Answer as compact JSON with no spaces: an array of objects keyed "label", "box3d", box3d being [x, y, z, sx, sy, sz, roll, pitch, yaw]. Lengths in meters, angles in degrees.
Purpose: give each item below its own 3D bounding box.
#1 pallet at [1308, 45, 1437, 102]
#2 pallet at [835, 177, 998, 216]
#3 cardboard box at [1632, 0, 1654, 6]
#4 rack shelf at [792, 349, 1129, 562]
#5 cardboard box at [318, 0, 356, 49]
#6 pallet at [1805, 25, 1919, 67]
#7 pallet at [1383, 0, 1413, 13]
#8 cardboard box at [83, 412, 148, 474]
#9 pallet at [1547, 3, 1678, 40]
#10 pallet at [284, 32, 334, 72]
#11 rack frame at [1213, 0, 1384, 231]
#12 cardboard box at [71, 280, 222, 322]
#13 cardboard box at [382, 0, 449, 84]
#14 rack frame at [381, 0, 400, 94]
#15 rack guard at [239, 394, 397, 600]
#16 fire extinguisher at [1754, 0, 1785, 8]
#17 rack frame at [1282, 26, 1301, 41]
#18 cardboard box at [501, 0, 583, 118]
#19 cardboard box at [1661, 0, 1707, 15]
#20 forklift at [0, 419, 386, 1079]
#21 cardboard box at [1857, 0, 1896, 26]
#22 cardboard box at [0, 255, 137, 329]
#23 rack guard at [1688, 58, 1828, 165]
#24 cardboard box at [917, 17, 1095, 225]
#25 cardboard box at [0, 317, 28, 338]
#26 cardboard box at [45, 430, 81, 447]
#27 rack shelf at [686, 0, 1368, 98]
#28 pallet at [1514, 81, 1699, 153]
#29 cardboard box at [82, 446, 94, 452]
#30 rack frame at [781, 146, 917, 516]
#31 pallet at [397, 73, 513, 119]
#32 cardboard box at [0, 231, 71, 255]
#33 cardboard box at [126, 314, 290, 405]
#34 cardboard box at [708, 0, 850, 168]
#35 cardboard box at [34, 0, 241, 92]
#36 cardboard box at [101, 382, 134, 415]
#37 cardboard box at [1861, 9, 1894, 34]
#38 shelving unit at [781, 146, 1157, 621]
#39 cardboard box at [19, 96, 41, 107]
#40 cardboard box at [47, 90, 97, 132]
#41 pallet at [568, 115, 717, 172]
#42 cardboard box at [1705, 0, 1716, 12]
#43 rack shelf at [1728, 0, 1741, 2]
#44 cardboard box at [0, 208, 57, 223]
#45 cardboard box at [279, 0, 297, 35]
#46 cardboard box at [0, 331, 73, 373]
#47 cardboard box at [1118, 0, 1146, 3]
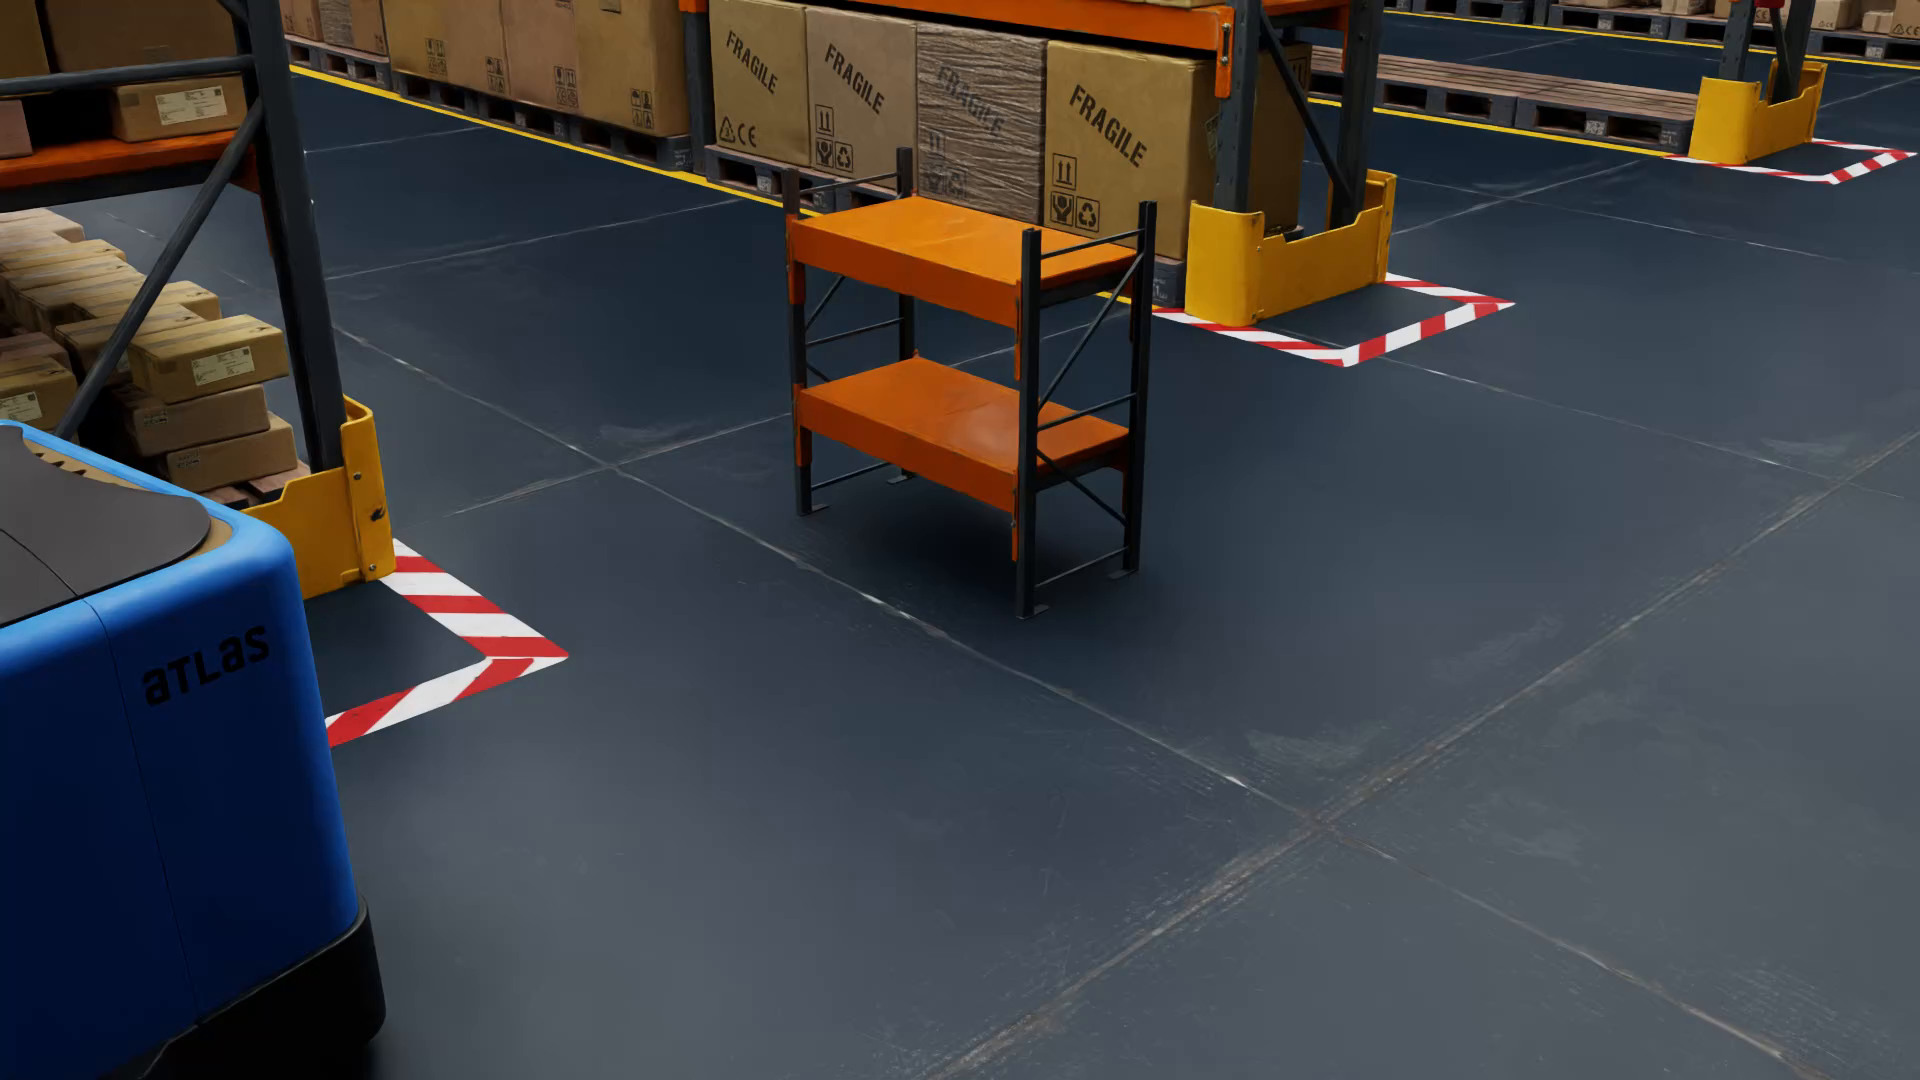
[{"label":"pallet","box3d":[2.924,-3.648,12.992,1.003,0.211,1.213,-21,32,-38]},{"label":"pallet","box3d":[0.079,-1.832,9.012,1.003,0.211,1.213,-21,32,-38]},{"label":"cardboard box","box3d":[6.608,-5.503,16.180,0.500,0.500,0.500,-21,32,-38]},{"label":"rack shelf","box3d":[0.005,-0.287,5.114,0.538,0.278,1.000,-21,32,-38]},{"label":"cardboard box","box3d":[-4.817,-4.360,13.674,0.500,0.500,0.700,21,32,38]},{"label":"pallet","box3d":[8.148,-4.316,14.457,1.003,0.211,1.213,-21,32,-38]},{"label":"pallet","box3d":[4.590,-5.869,17.861,1.003,0.211,1.213,-21,32,-38]},{"label":"cardboard box","box3d":[-2.541,-0.334,5.298,0.380,0.149,0.250,-21,32,-39]},{"label":"pallet","box3d":[6.480,-5.055,16.077,1.003,0.211,1.213,-21,32,-38]},{"label":"pallet","box3d":[-5.319,-4.273,14.362,1.003,0.211,1.213,-21,32,-38]},{"label":"rack frame","box3d":[1.512,-2.511,7.141,1.000,3.000,0.127,-21,32,-38]},{"label":"cardboard box","box3d":[-2.643,-0.717,5.419,0.380,0.149,0.250,-21,32,-39]},{"label":"cardboard box","box3d":[-3.500,-3.944,12.336,0.875,0.875,1.225,22,32,39]},{"label":"rack frame","box3d":[-3.956,-4.935,12.454,1.000,3.000,0.127,-21,32,-38]},{"label":"rack guard","box3d":[-2.230,-0.021,4.693,1.175,0.500,0.348,-21,32,-38]},{"label":"fire extinguisher","box3d":[4.899,-3.537,9.931,0.296,0.674,0.183,-21,32,-38]},{"label":"rack frame","box3d":[2.393,-5.128,12.877,1.000,3.000,0.127,-21,32,-38]},{"label":"cardboard box","box3d":[-2.285,-3.406,11.156,0.875,0.875,1.225,22,33,40]},{"label":"cardboard box","box3d":[6.739,-4.996,15.470,0.380,0.166,0.250,-21,32,-38]},{"label":"forklift","box3d":[-2.348,0.004,1.711,1.130,2.935,3.031,17,29,32]},{"label":"cardboard box","box3d":[8.239,-4.666,14.647,0.500,0.250,0.500,-21,32,-38]},{"label":"cardboard box","box3d":[-3.055,-0.855,5.722,0.380,0.149,0.250,-20,31,-37]},{"label":"rack guard","box3d":[5.153,-2.775,10.732,1.175,0.500,0.348,-21,32,-38]},{"label":"cardboard box","box3d":[0.394,-2.183,8.474,0.875,0.875,0.875,-21,32,-38]},{"label":"cardboard box","box3d":[-3.073,-0.706,5.753,0.250,0.149,0.380,22,32,39]},{"label":"cardboard box","box3d":[-2.747,-0.243,4.739,0.380,0.149,0.250,-22,33,-40]},{"label":"rack shelf","box3d":[0.145,-2.790,8.618,1.077,0.370,4.000,-21,32,-38]},{"label":"pallet","box3d":[4.592,-2.909,11.371,1.003,0.211,1.213,-21,32,-38]},{"label":"cardboard box","box3d":[-2.690,-0.129,4.848,0.380,0.149,0.250,-21,32,-38]},{"label":"rack frame","box3d":[-0.343,-0.664,5.350,0.500,1.125,0.032,-21,32,-38]},{"label":"pallet","box3d":[-3.472,-3.406,12.462,1.003,0.211,1.213,-21,32,-38]},{"label":"cardboard box","box3d":[-3.443,-0.997,6.033,0.380,0.149,0.250,-21,32,-38]},{"label":"cardboard box","box3d":[-2.288,-0.555,5.064,0.250,0.149,0.380,22,32,39]},{"label":"cardboard box","box3d":[-0.829,-2.725,9.663,0.875,0.875,0.875,-21,32,-38]},{"label":"cardboard box","box3d":[-2.283,-1.530,4.511,0.500,0.500,0.500,-19,31,-36]},{"label":"cardboard box","box3d":[-2.494,-0.495,5.291,0.380,0.149,0.250,-21,32,-39]},{"label":"cardboard box","box3d":[7.983,-4.475,14.328,0.380,0.166,0.250,-21,32,-38]},{"label":"shelving unit","box3d":[0.005,-0.510,5.012,0.538,1.125,1.048,-21,32,-38]},{"label":"cardboard box","box3d":[-2.786,-1.413,5.037,0.380,0.149,0.250,-19,31,-36]},{"label":"cardboard box","box3d":[-2.364,-1.277,4.738,0.380,0.149,0.250,-20,31,-37]},{"label":"pallet","box3d":[-1.804,-2.667,10.841,1.003,0.211,1.213,-21,32,-38]},{"label":"cardboard box","box3d":[7.121,-5.190,15.721,0.500,0.311,0.500,-21,32,-38]},{"label":"rack shelf","box3d":[3.760,-4.195,11.698,1.077,0.370,4.000,-21,32,-38]},{"label":"cardboard box","box3d":[-3.727,-1.181,6.437,0.250,0.149,0.380,22,32,39]},{"label":"cardboard box","box3d":[-5.591,-4.698,14.417,0.500,0.500,0.700,20,32,37]},{"label":"cardboard box","box3d":[-2.854,-0.480,4.901,0.380,0.149,0.250,-20,32,-37]},{"label":"cardboard box","box3d":[0.849,-2.490,7.396,0.380,0.149,0.250,-21,32,-38]}]
